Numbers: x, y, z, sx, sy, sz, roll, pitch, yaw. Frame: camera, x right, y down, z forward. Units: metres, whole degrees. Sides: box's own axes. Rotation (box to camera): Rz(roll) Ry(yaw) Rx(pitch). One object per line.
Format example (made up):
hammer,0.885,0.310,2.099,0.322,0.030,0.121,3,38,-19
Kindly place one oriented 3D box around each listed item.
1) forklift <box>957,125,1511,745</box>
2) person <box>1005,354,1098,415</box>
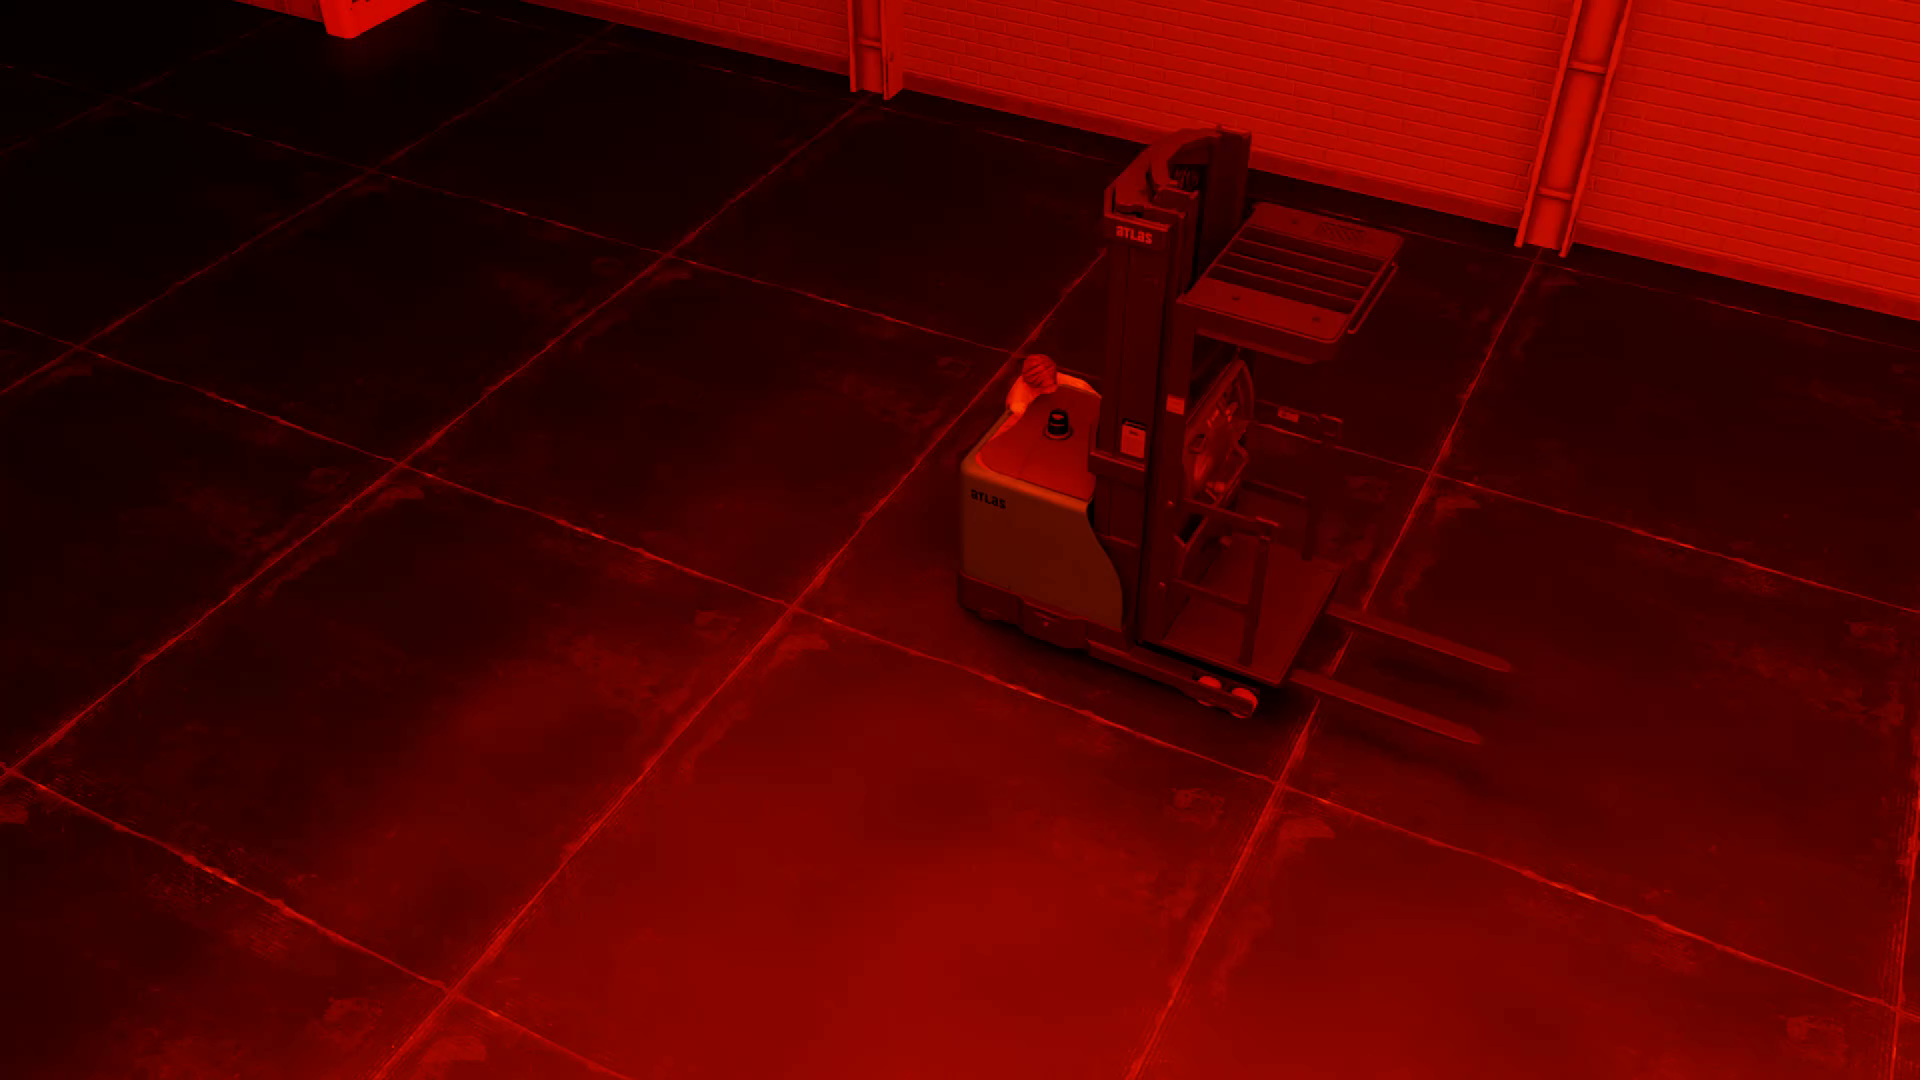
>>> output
forklift,1.528,-0.539,8.627,3.031,2.935,1.130,19,44,21
person,0.572,-0.485,9.733,0.688,1.365,0.822,32,49,32
